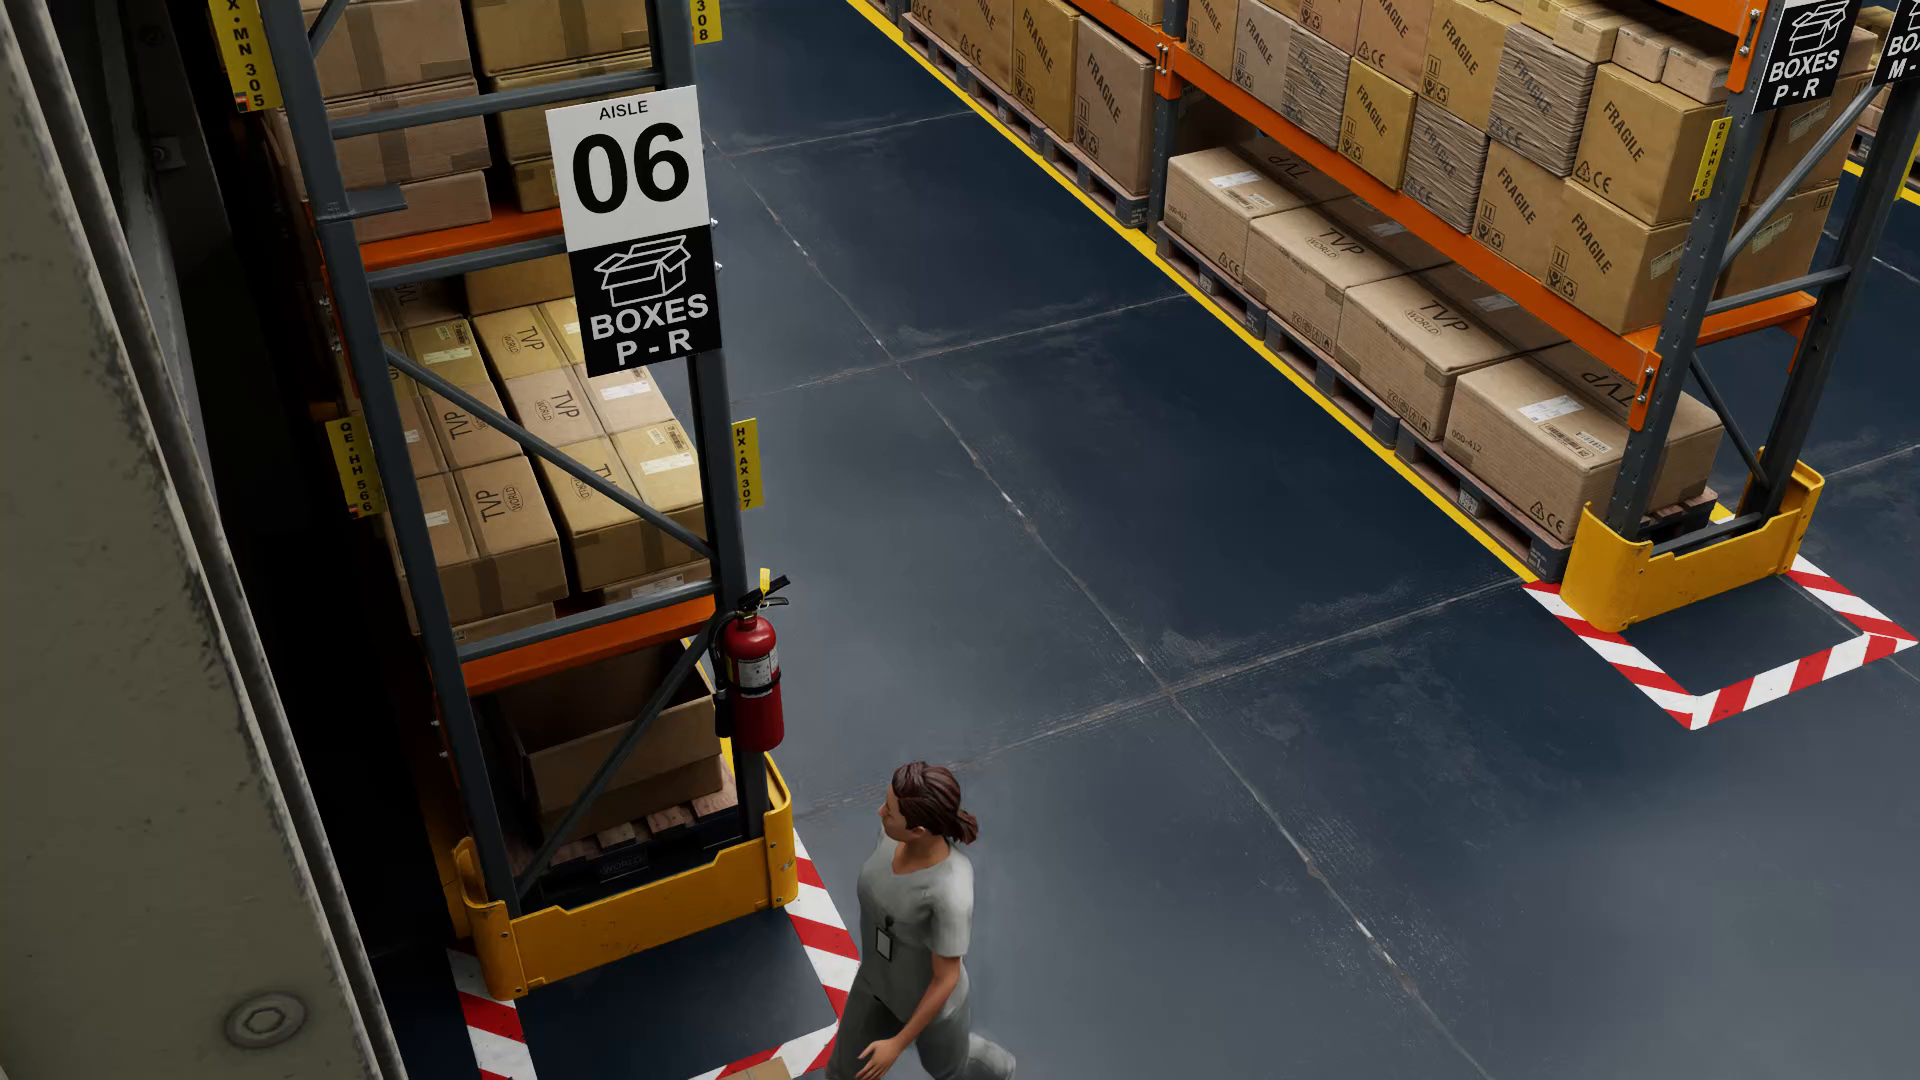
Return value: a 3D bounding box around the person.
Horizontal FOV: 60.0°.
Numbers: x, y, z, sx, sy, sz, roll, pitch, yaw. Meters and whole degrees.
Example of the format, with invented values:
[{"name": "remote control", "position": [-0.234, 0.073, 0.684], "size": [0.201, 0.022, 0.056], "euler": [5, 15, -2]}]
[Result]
[{"name": "person", "position": [-0.204, 1.341, 4.912], "size": [0.946, 1.617, 0.497], "euler": [-24, 43, -28]}]
